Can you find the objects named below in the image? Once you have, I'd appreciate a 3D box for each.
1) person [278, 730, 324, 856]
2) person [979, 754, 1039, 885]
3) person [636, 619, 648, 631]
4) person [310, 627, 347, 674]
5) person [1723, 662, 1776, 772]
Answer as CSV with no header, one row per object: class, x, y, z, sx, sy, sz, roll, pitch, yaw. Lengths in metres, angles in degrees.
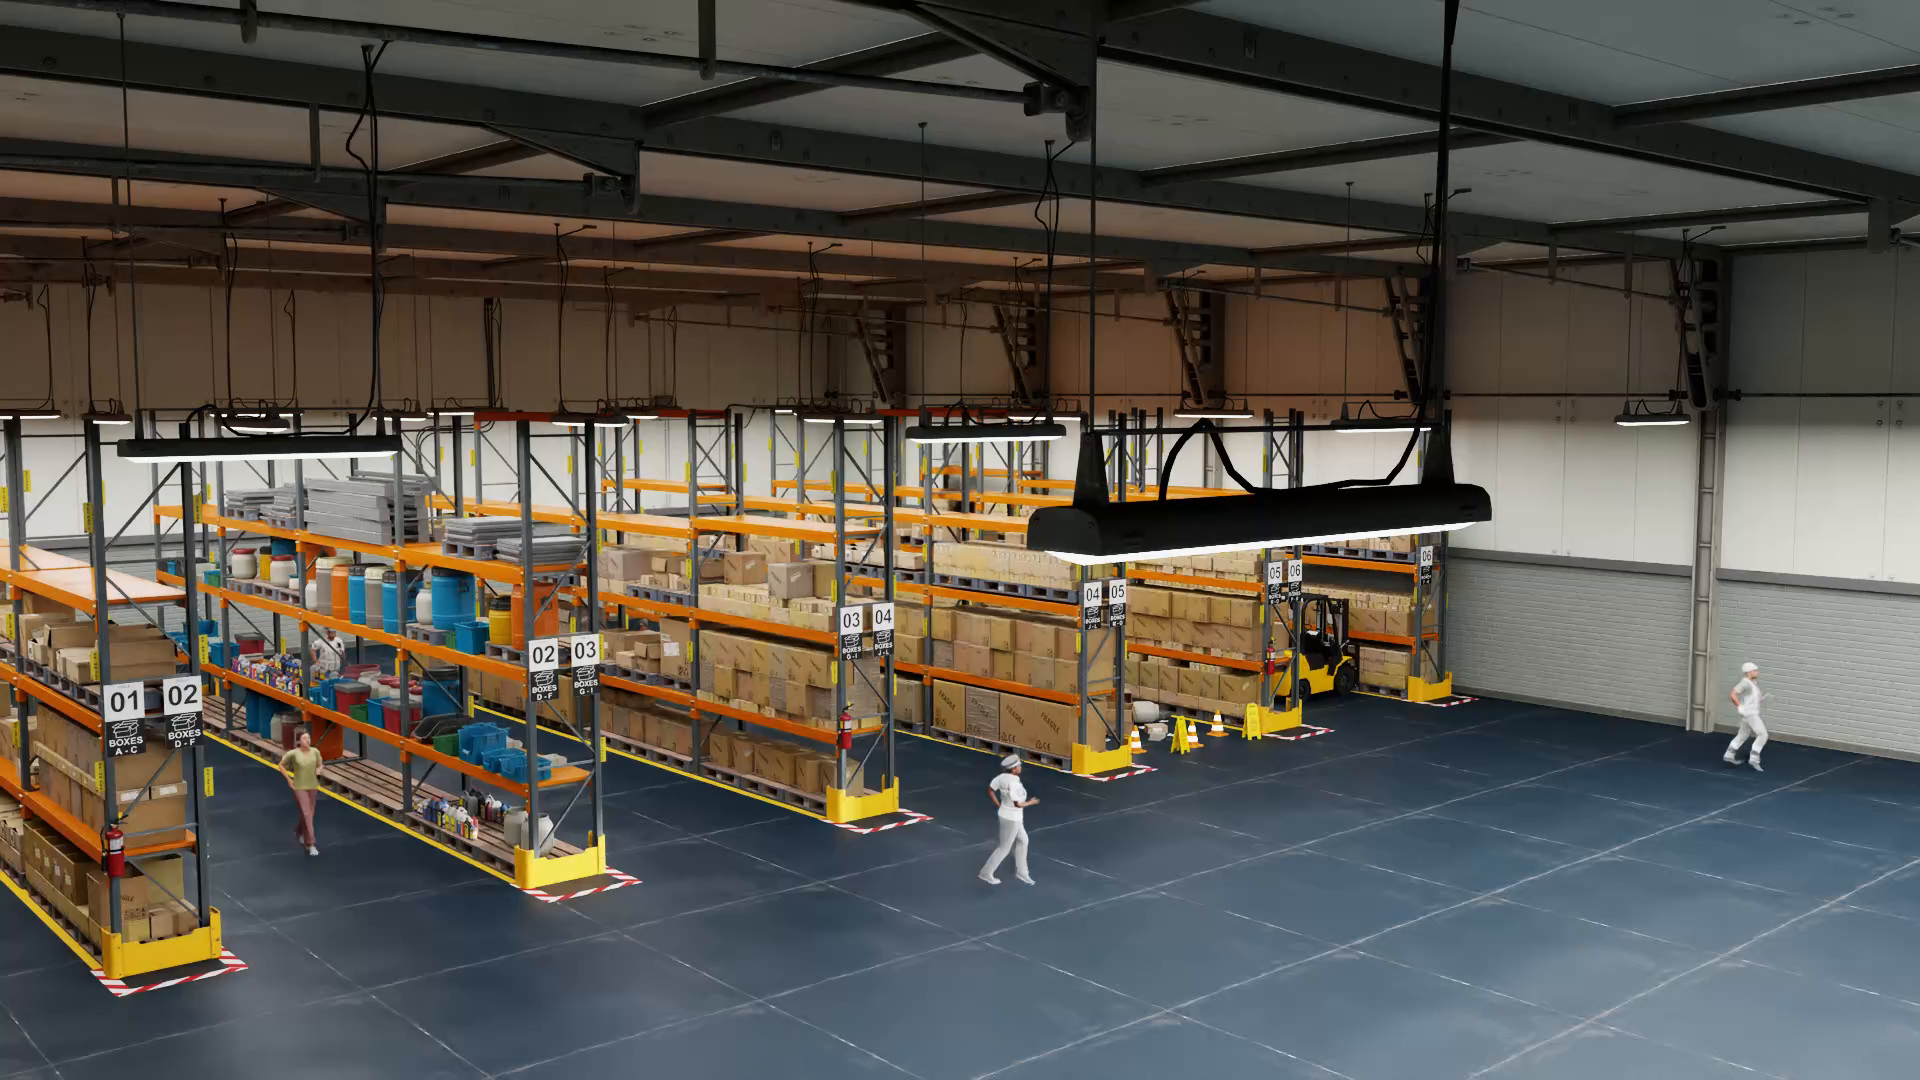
person,-9.080,3.470,23.053,0.798,1.699,0.572,4,7,41
person,0.622,3.615,21.304,0.788,1.753,0.570,-1,5,-9
person,-6.540,2.460,34.510,0.624,1.655,0.593,4,7,40
person,-12.524,2.575,33.090,0.885,1.823,0.582,3,6,33
person,13.304,2.979,28.016,0.763,1.838,0.641,3,6,27
